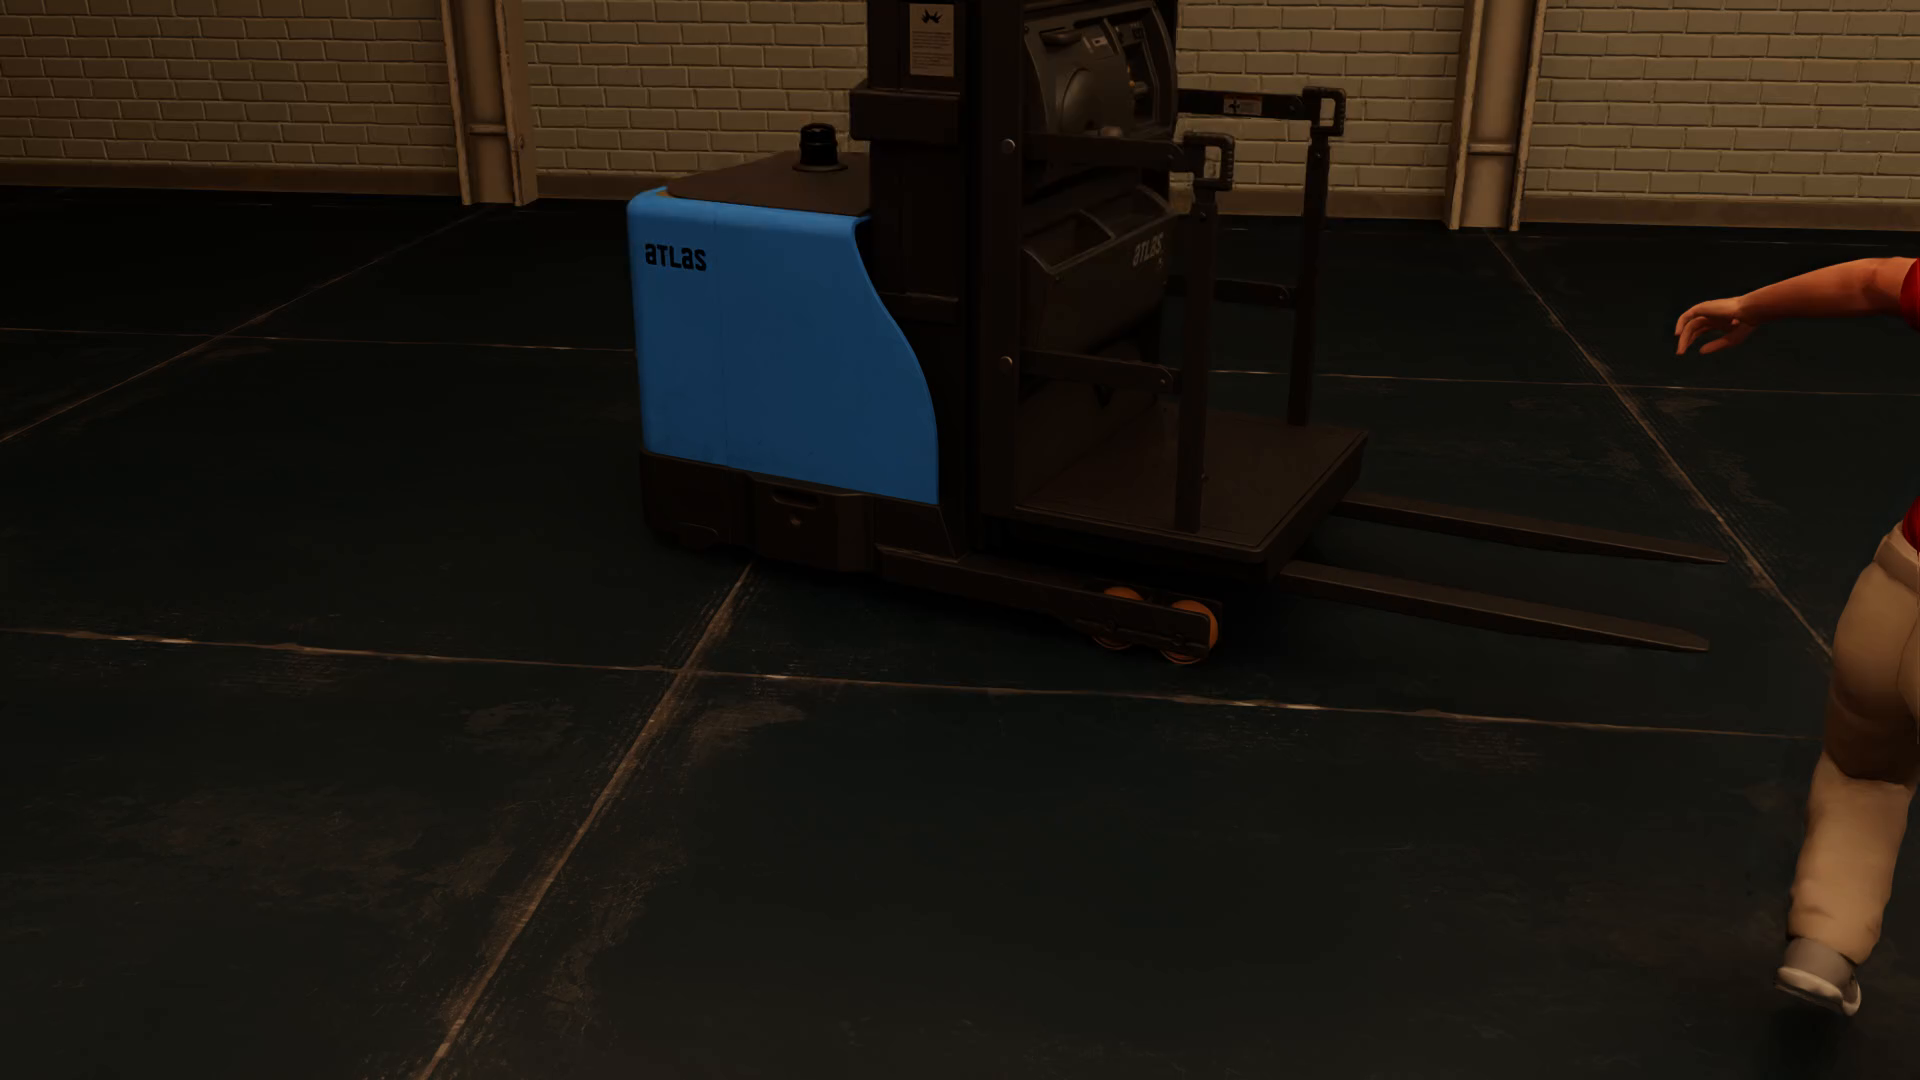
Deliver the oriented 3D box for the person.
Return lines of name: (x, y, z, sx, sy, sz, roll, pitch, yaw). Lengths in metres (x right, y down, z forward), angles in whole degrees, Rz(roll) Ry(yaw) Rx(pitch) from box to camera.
person: (1.715, 0.164, 2.751, 0.719, 1.500, 1.196, -6, 23, -14)

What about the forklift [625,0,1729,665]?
forklift: (0.571, -1.259, 4.380, 3.031, 2.935, 1.130, 11, 24, 25)
